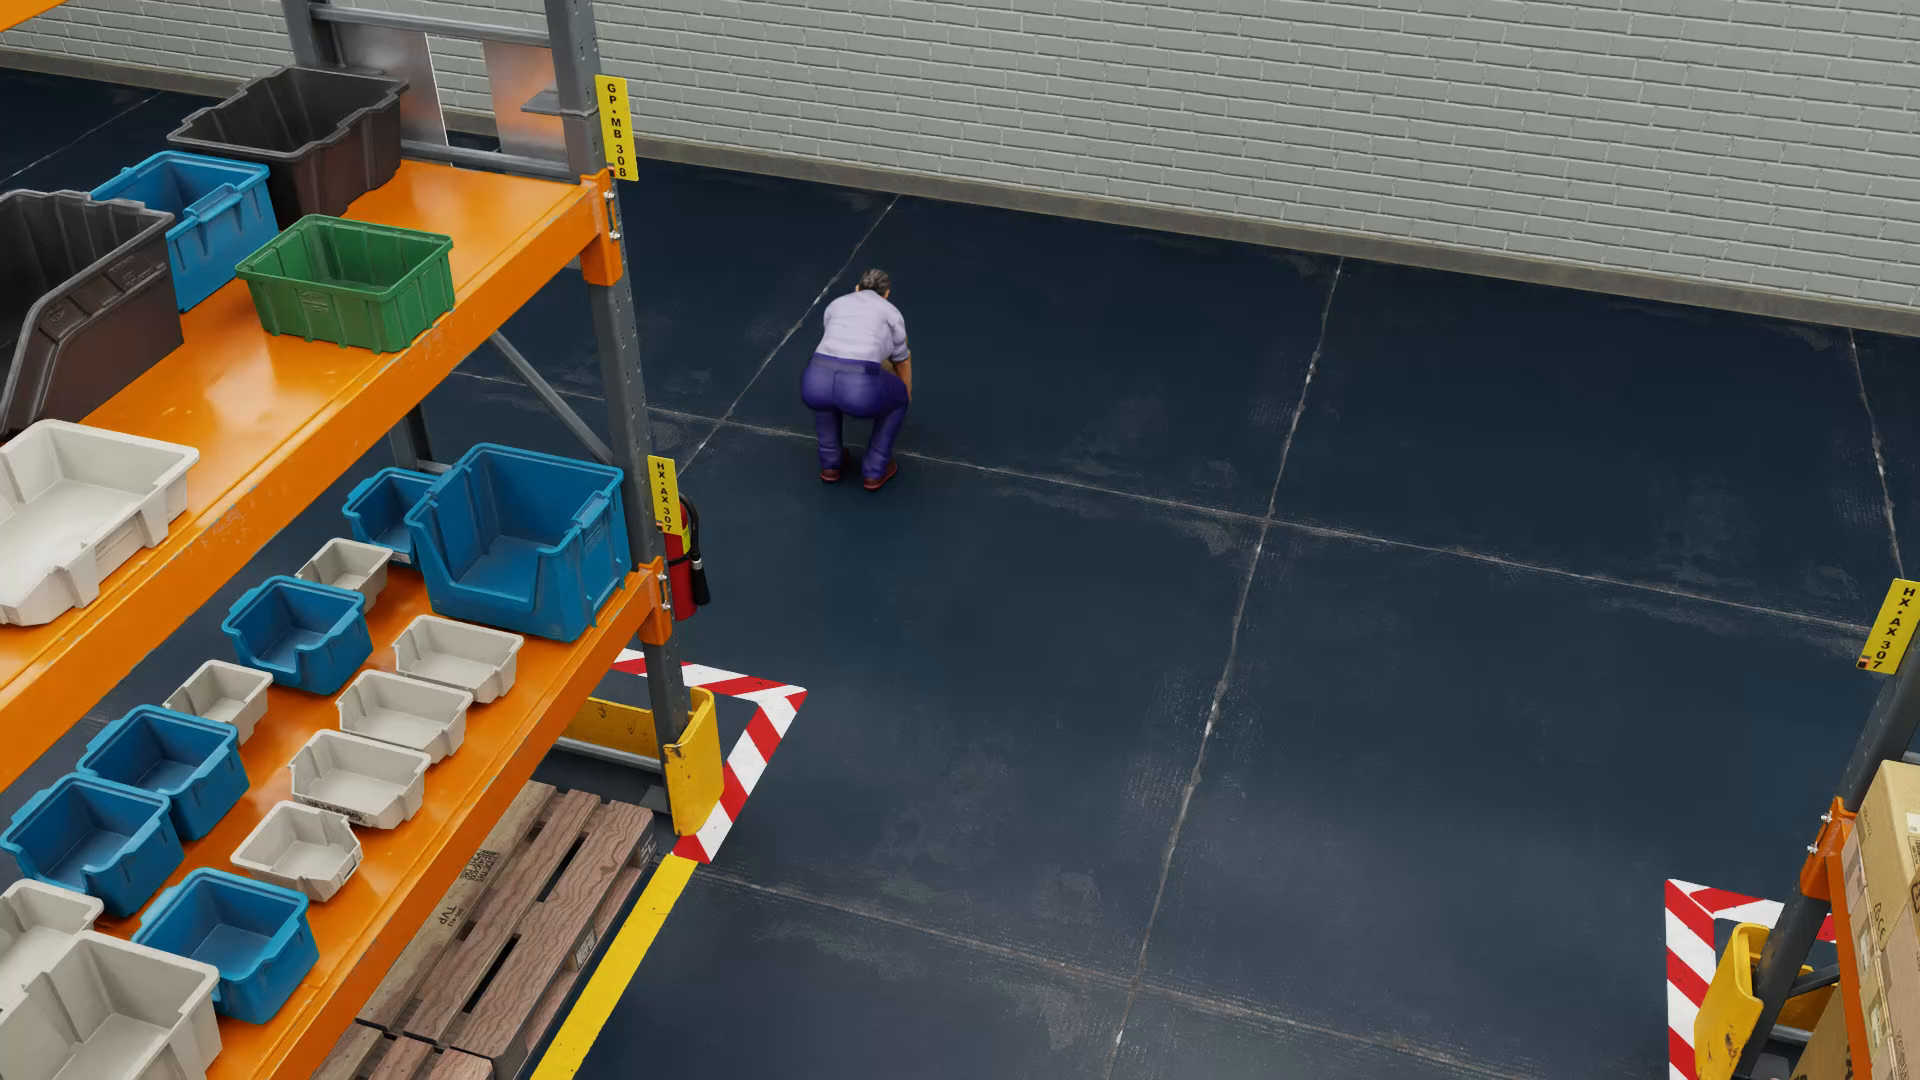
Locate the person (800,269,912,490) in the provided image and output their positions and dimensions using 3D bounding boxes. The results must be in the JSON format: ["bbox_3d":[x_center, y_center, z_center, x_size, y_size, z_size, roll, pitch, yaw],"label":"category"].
[{"bbox_3d":[-0.512,-0.782,8.512,0.501,0.948,0.886,10,38,12],"label":"person"}]
